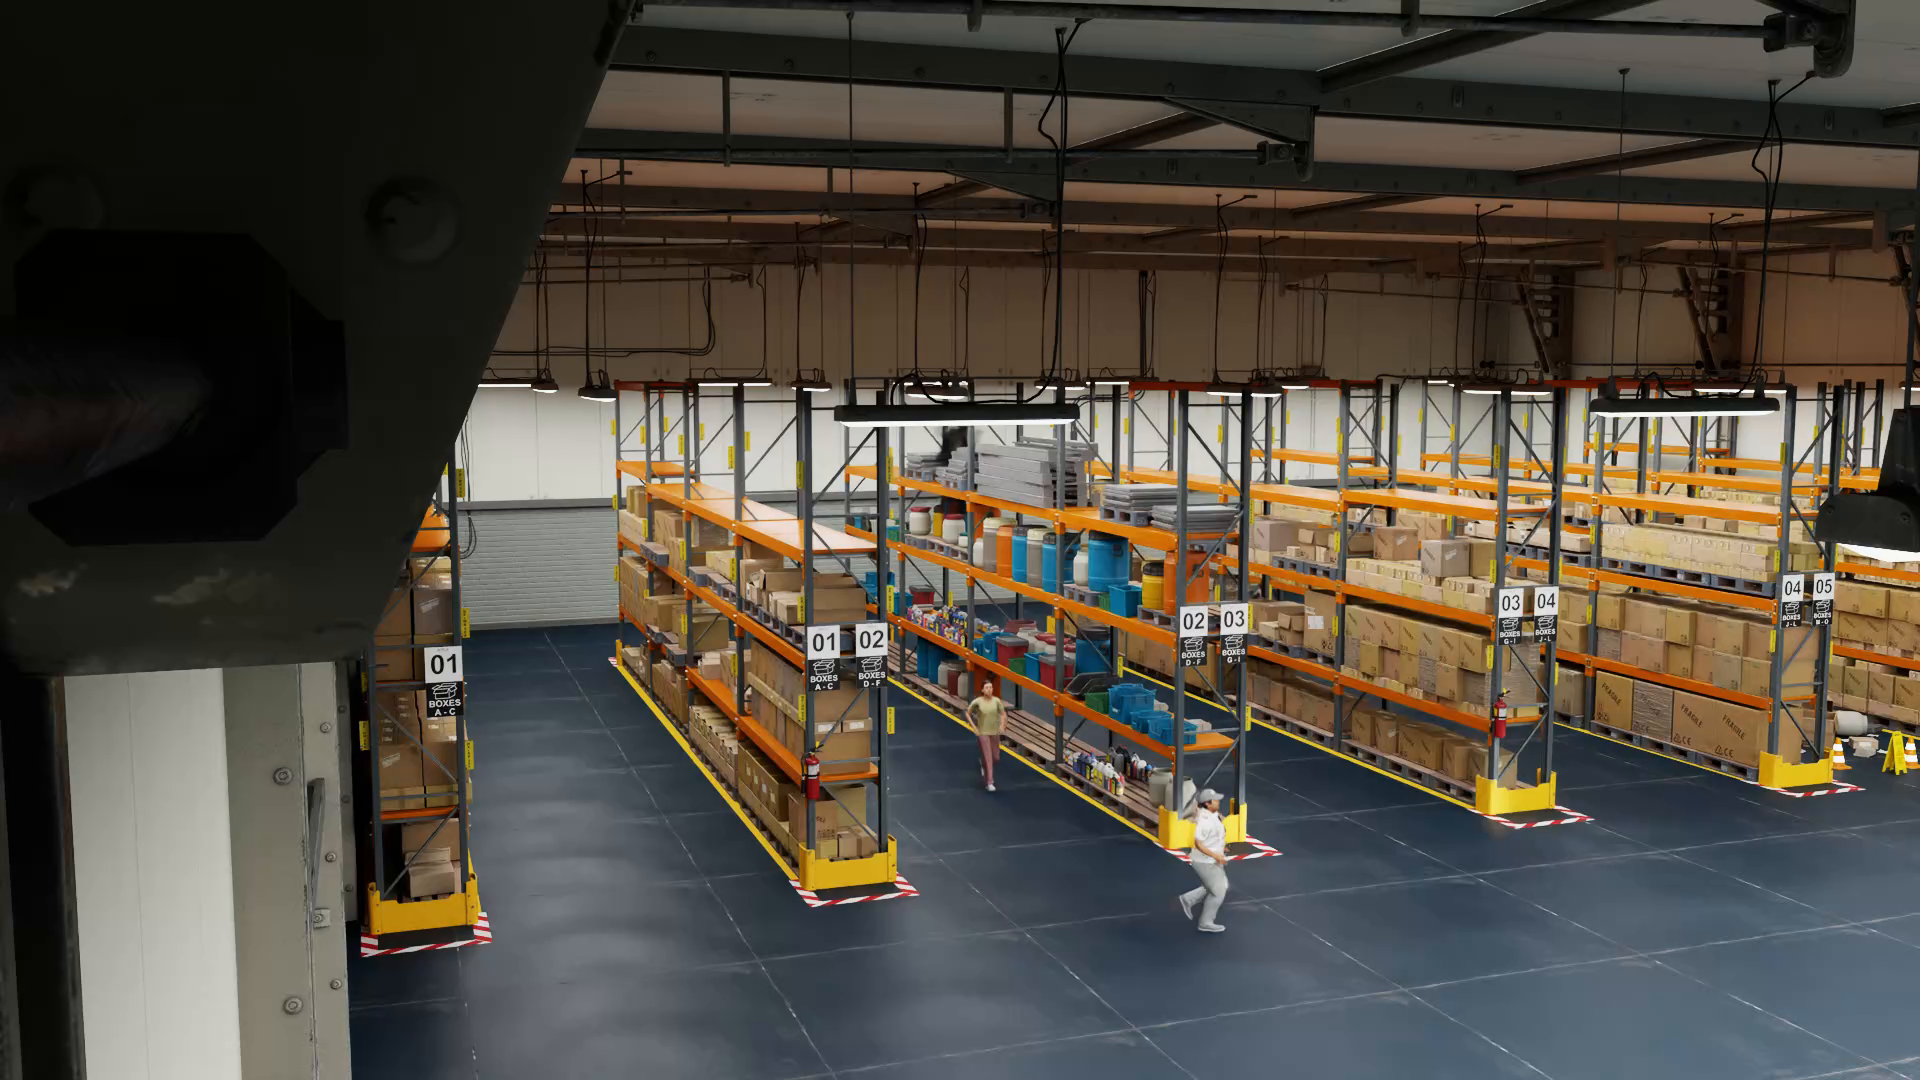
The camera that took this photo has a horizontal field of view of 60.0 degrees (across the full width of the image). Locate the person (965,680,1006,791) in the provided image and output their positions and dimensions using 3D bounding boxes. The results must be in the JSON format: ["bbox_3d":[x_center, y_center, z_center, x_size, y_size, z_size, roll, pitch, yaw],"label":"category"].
[{"bbox_3d":[0.399,2.890,24.834,0.615,1.632,0.712,-2,6,-17],"label":"person"}]

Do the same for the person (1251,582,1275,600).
[{"bbox_3d":[6.735,1.664,36.765,0.507,1.620,0.679,-2,6,-17],"label":"person"}]

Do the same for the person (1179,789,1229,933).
[{"bbox_3d":[2.728,3.568,18.549,0.537,1.622,0.594,1,6,11],"label":"person"}]
